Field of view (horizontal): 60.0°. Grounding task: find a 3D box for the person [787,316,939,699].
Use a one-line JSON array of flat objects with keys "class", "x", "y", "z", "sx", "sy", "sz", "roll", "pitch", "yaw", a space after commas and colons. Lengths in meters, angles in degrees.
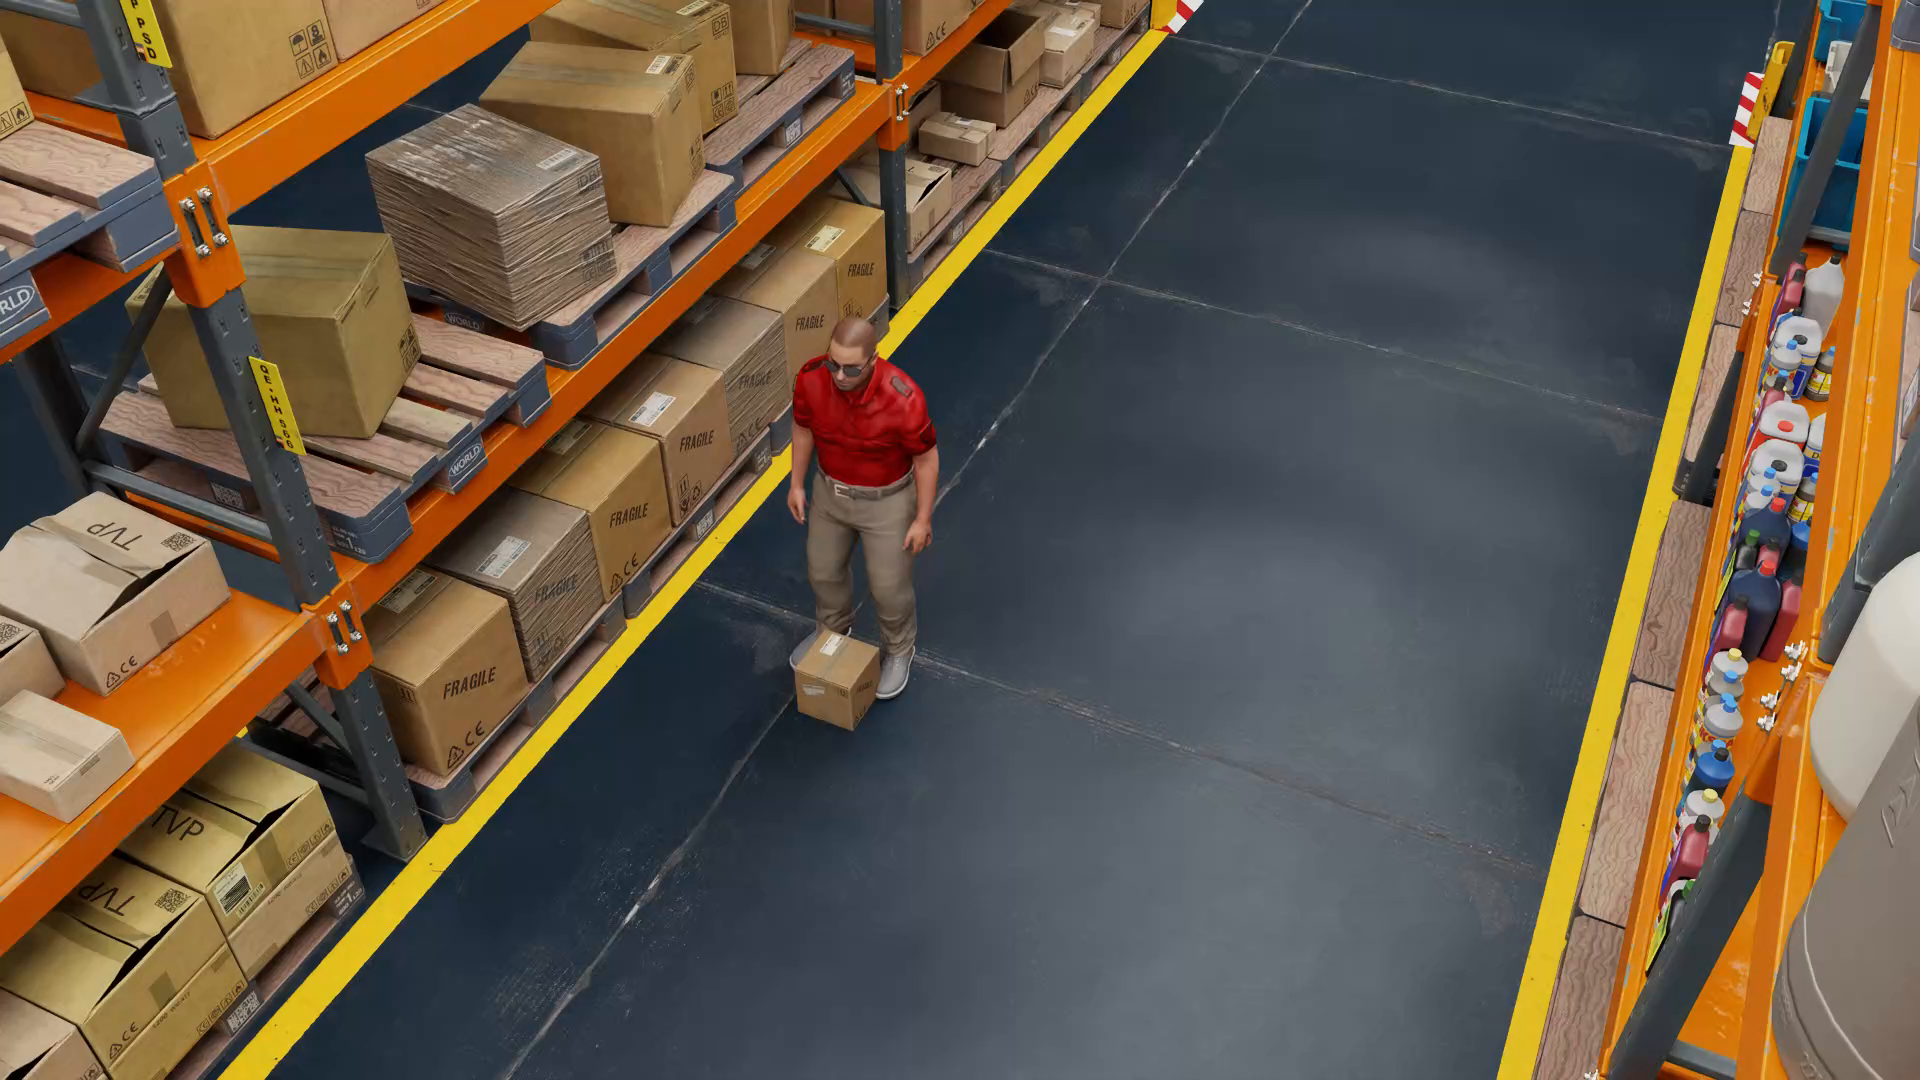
[{"class": "person", "x": -0.375, "y": -0.145, "z": 6.331, "sx": 0.605, "sy": 1.728, "sz": 0.386, "roll": 16, "pitch": 44, "yaw": 17}]
